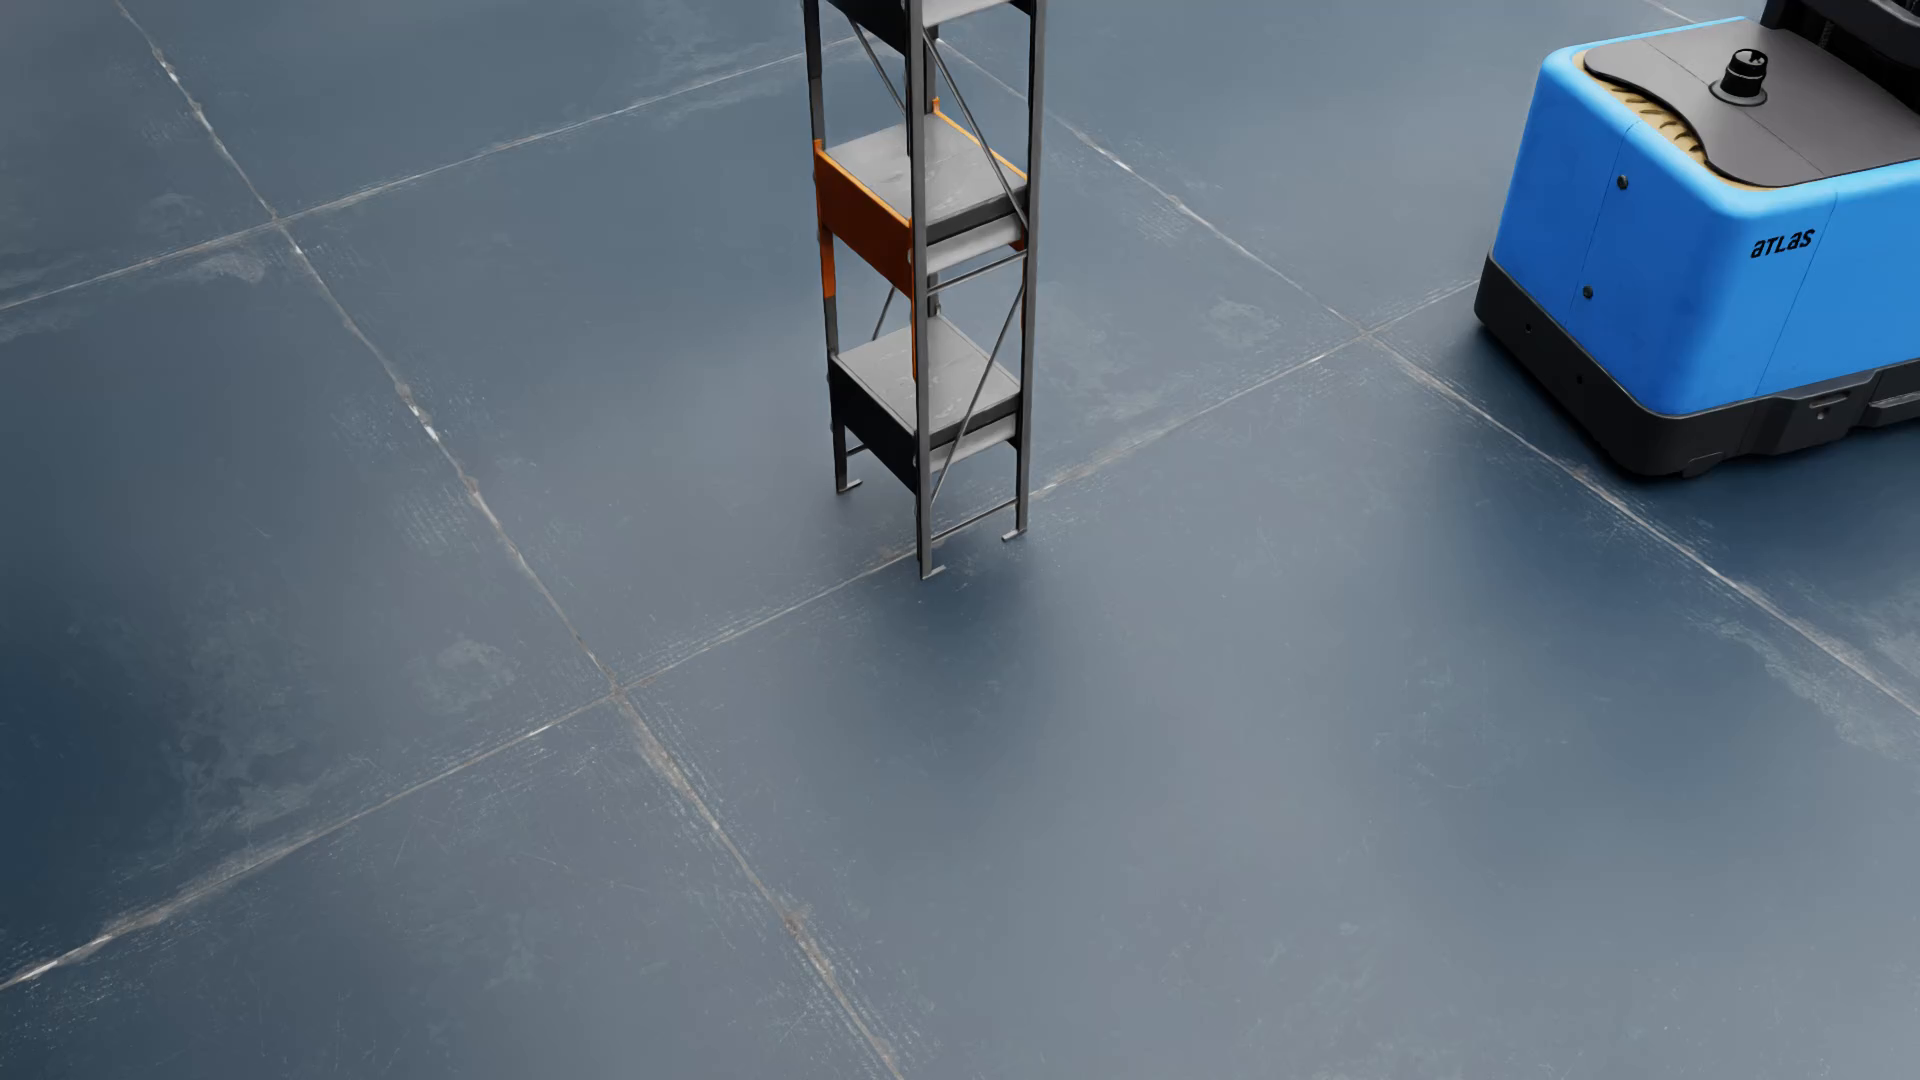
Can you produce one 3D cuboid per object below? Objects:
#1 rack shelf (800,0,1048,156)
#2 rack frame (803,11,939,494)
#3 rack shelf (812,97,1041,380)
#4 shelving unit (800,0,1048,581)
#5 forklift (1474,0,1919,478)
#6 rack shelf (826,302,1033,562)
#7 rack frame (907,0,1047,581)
[{"bbox_3d":[-0.095,-1.350,4.149,0.431,0.518,0.480,-26,49,-24],"label":"rack shelf"},{"bbox_3d":[-0.234,-0.991,4.768,0.400,2.100,0.015,-26,49,-24],"label":"rack frame"},{"bbox_3d":[-0.095,-0.843,4.633,0.431,0.518,0.480,-26,49,-24],"label":"rack shelf"},{"bbox_3d":[-0.095,-0.853,4.623,0.431,2.100,0.503,-26,49,-24],"label":"shelving unit"},{"bbox_3d":[3.432,-1.877,5.094,3.031,2.935,1.130,-13,45,-14],"label":"forklift"},{"bbox_3d":[-0.095,-0.337,5.116,0.431,0.518,0.480,-26,49,-24],"label":"rack shelf"},{"bbox_3d":[0.045,-0.715,4.478,0.400,2.100,0.015,-26,49,-24],"label":"rack frame"}]
